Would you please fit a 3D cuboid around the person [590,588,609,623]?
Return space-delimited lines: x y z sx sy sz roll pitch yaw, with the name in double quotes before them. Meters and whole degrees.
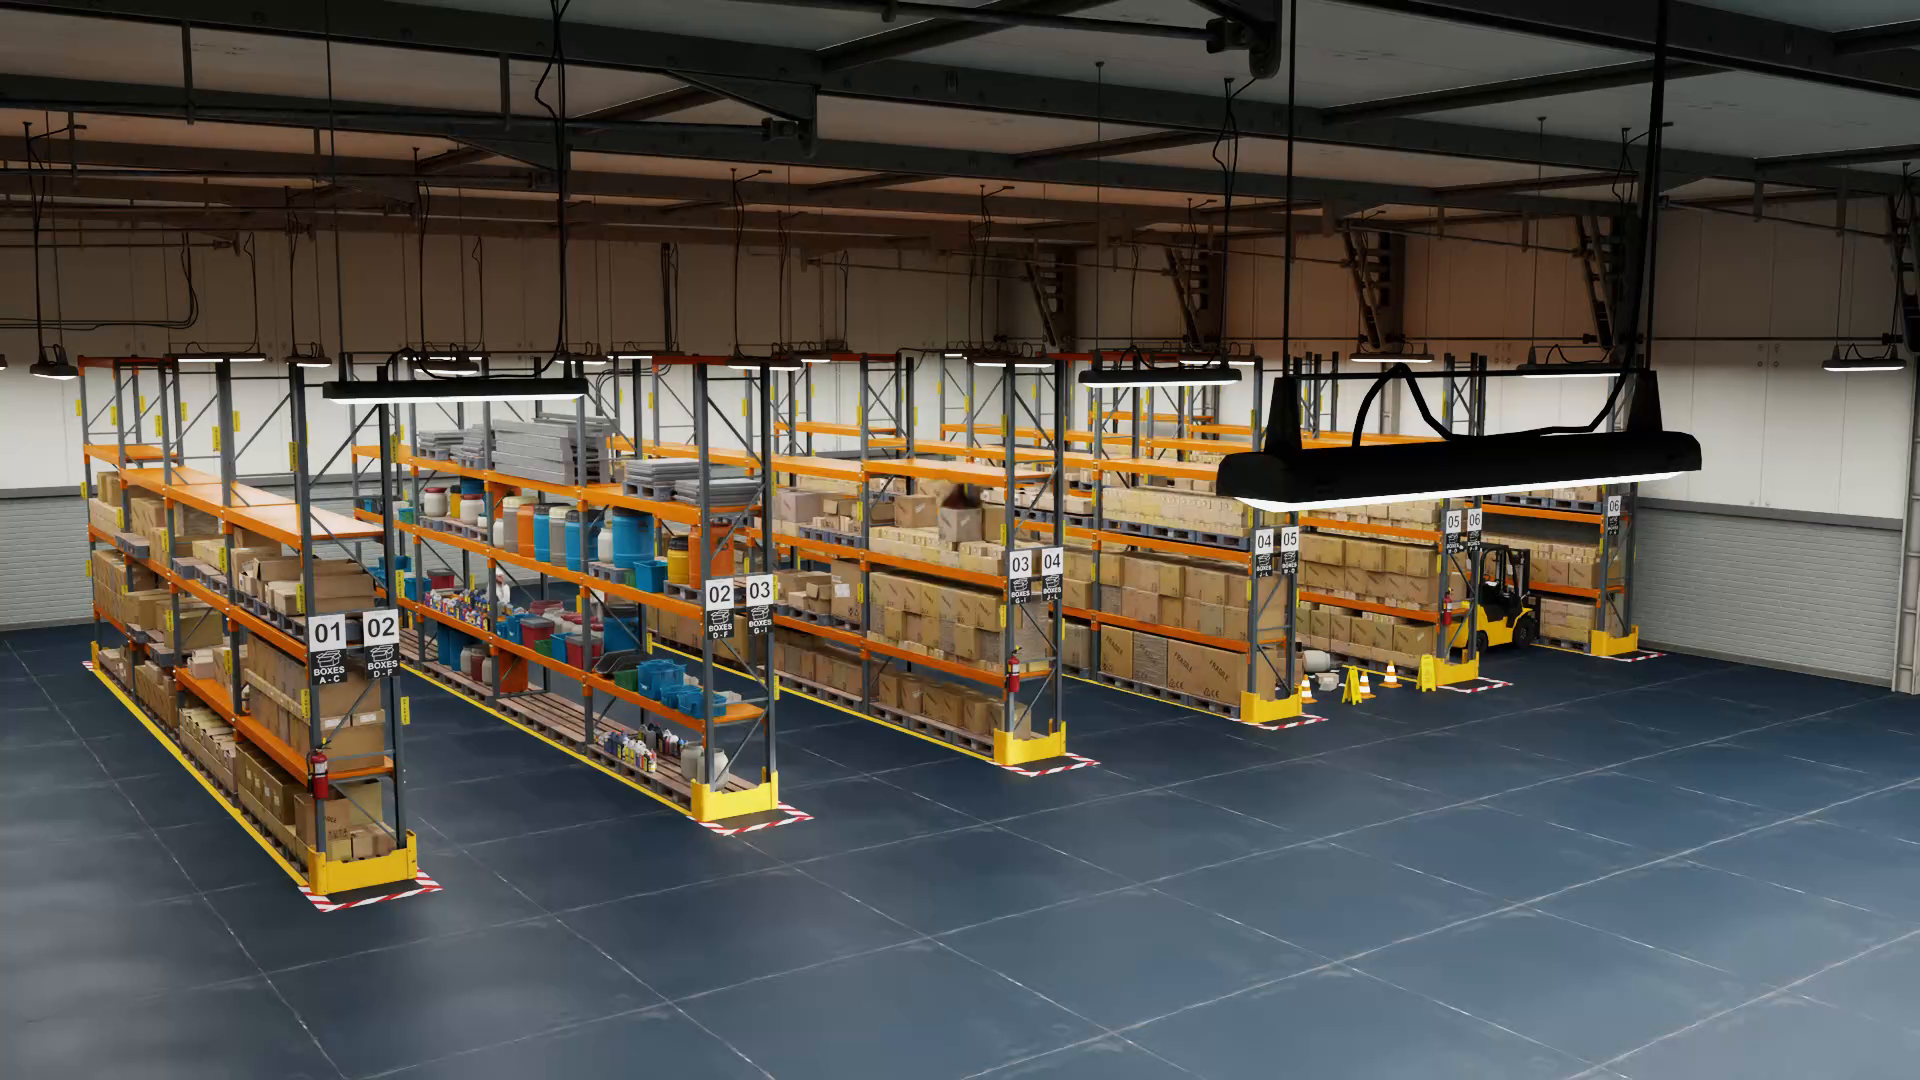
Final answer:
"person" -7.532 1.287 34.382 0.598 1.781 0.468 5 9 37

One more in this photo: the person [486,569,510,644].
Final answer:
"person" -9.210 1.439 33.289 0.554 1.739 0.976 -6 9 -41
